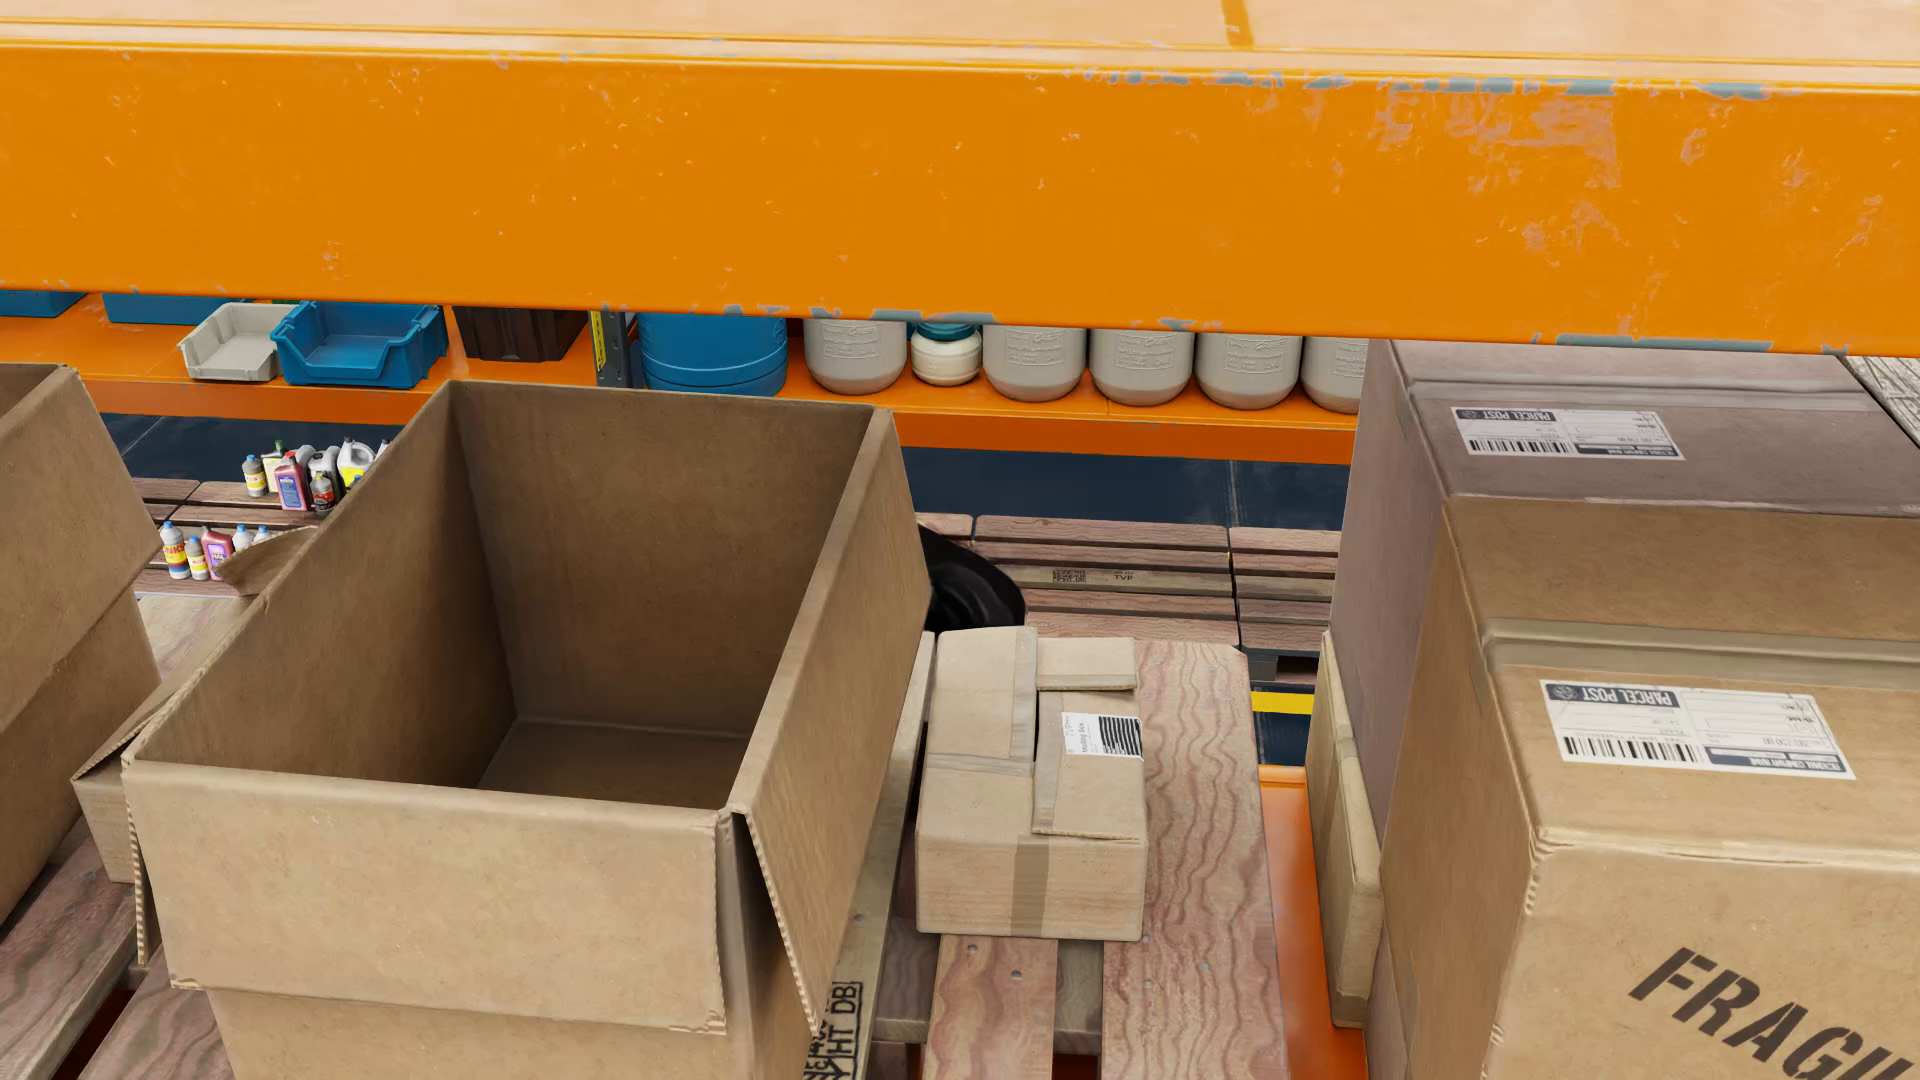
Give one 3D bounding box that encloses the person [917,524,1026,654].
[{"bbox_3d":[-0.156,0.401,6.569,0.823,1.139,0.568,2,32,4],"label":"person"}]
